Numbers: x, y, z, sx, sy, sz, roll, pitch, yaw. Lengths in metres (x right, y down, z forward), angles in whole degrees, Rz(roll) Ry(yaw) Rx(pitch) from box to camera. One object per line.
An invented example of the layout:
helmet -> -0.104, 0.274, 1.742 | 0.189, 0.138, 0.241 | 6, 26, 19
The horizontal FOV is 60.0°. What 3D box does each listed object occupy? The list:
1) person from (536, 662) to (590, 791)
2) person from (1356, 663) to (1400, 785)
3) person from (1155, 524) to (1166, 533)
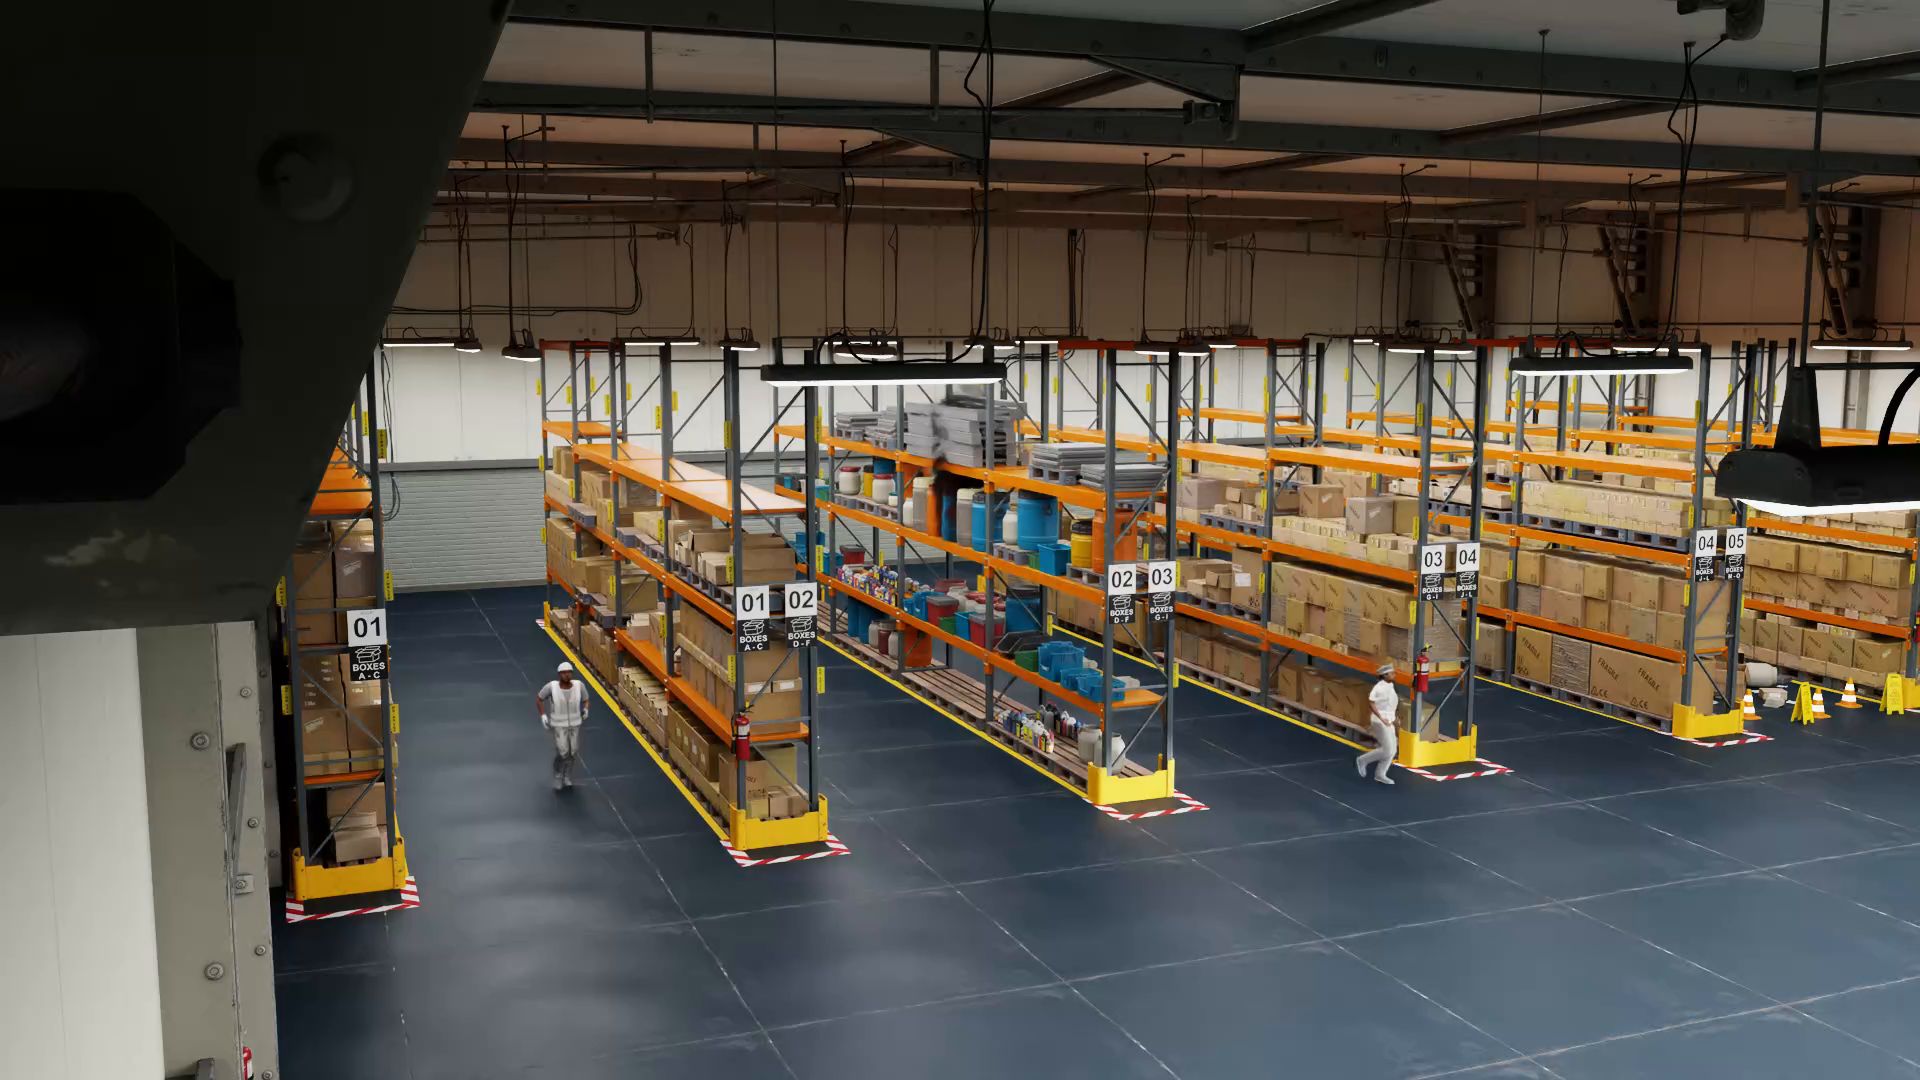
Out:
person -> -5.325, 2.531, 22.565 | 0.679, 1.765, 0.654 | -5, 9, -31
person -> 5.845, 2.521, 23.121 | 0.529, 1.660, 0.637 | 5, 9, 33
person -> 4.938, 0.093, 41.439 | 0.566, 1.712, 0.709 | -4, 8, -26
